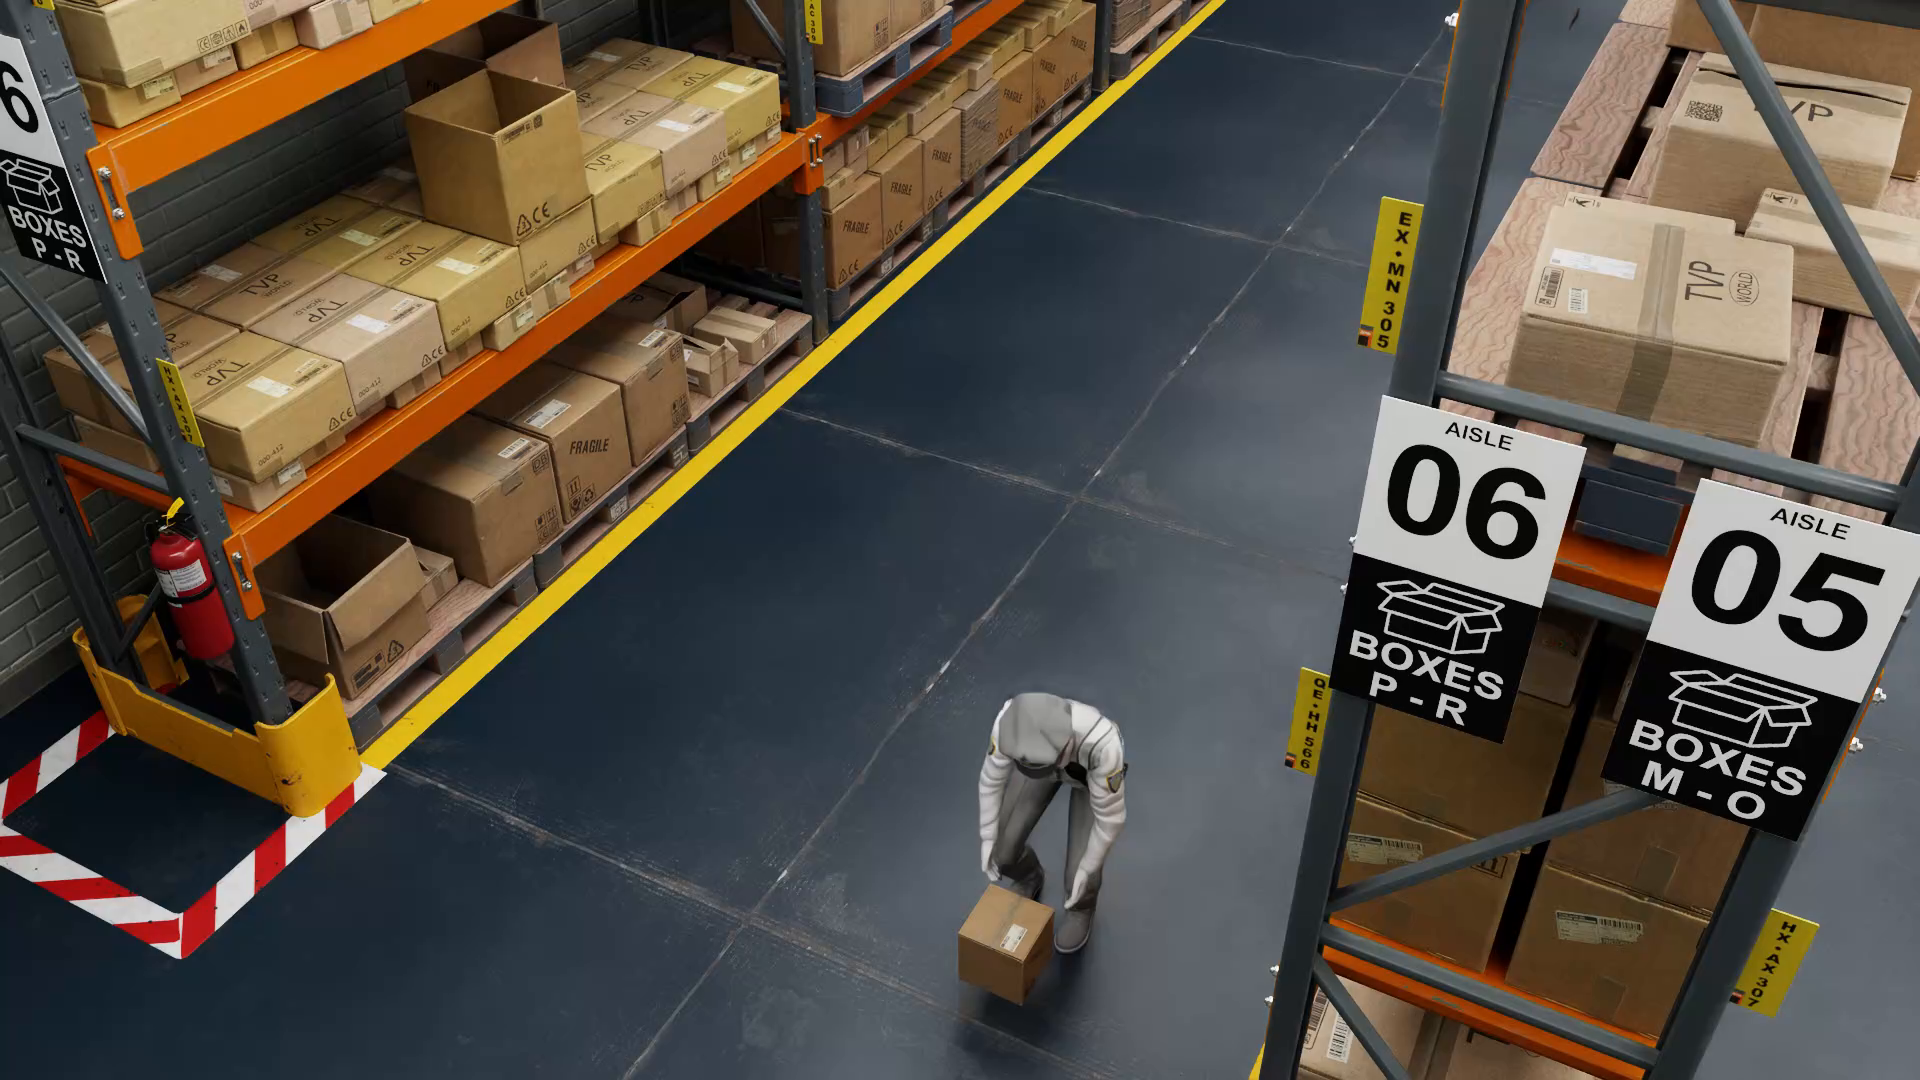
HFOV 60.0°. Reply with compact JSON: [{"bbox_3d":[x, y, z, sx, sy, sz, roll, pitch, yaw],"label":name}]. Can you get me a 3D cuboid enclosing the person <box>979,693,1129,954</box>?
[{"bbox_3d":[0.348,0.933,5.844,0.534,1.322,0.736,16,41,20],"label":"person"}]
